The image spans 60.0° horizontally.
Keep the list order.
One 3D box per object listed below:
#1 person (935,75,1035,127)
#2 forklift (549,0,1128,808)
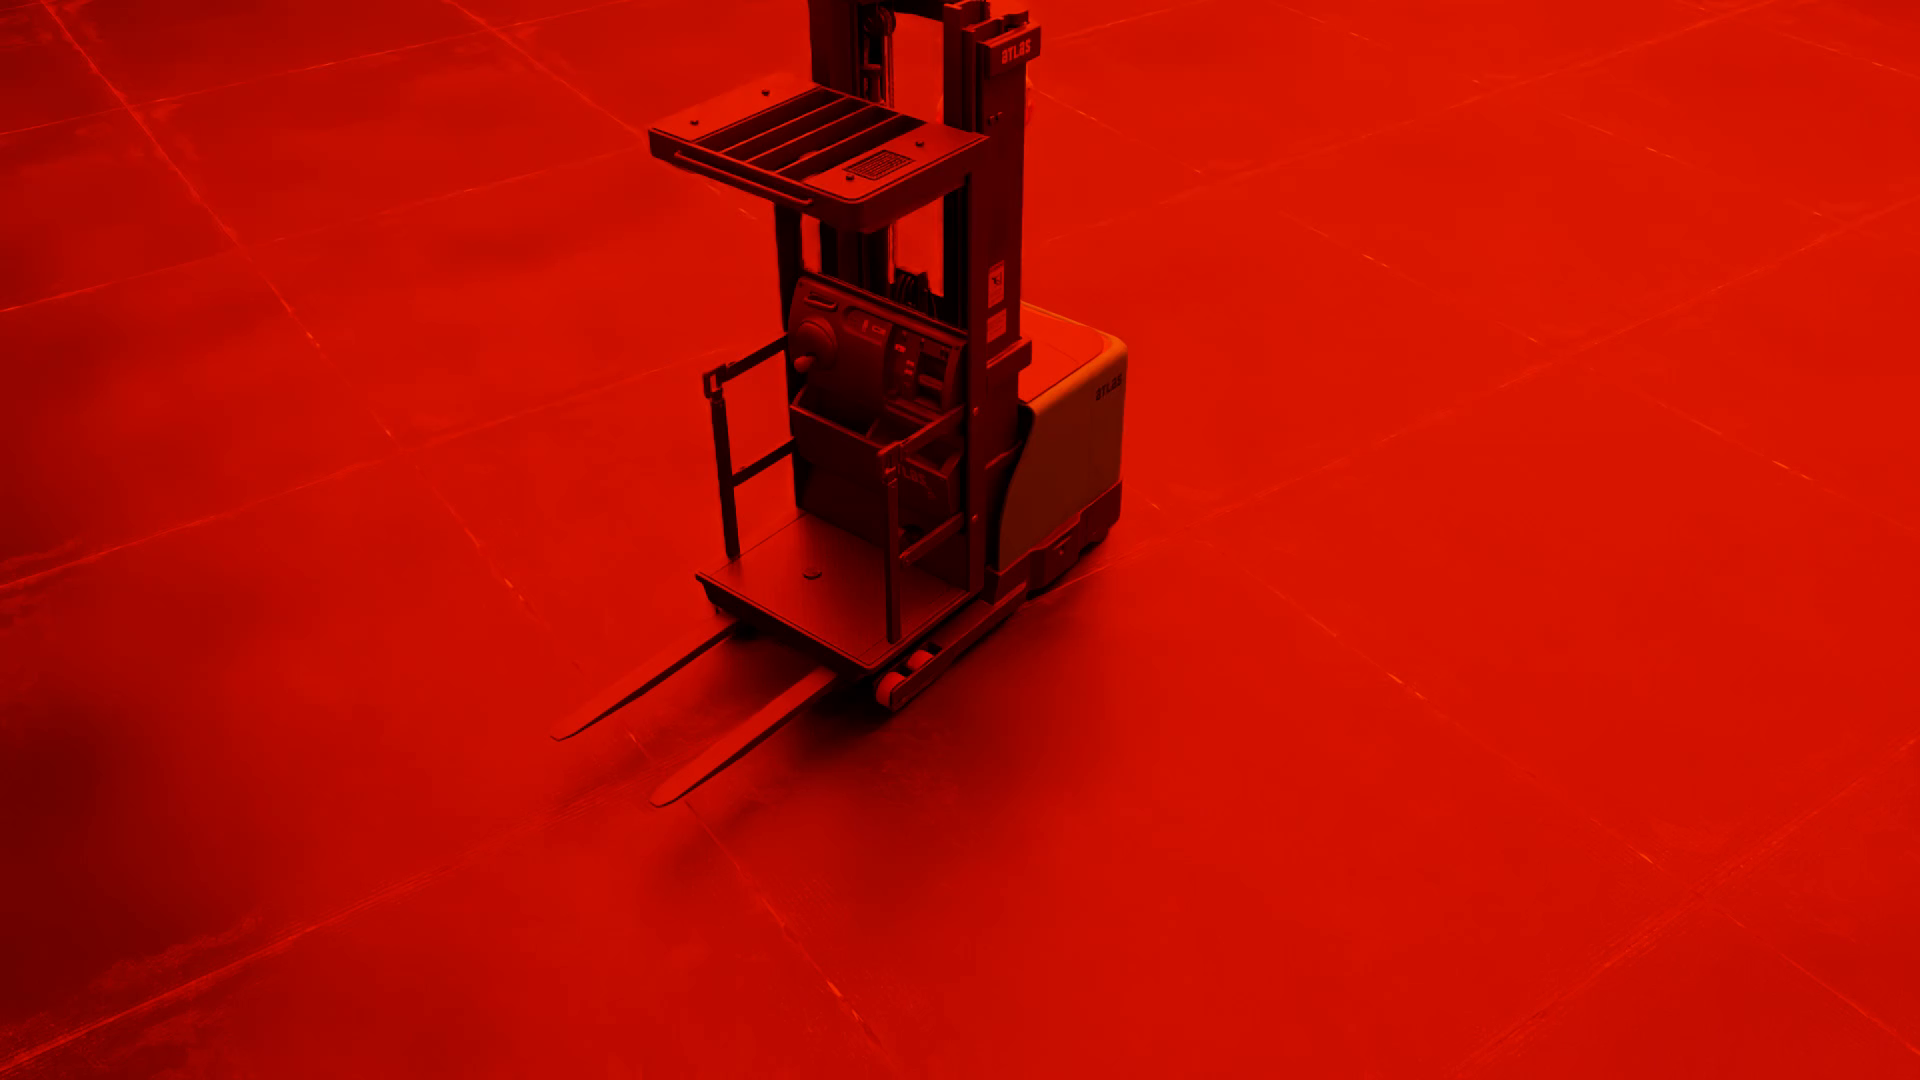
[{"bbox_3d":[0.062,-2.316,10.080,0.838,1.773,0.483,-16,39,-20],"label":"person"},{"bbox_3d":[-0.503,-0.761,6.974,1.130,2.935,3.031,26,44,30],"label":"forklift"}]
